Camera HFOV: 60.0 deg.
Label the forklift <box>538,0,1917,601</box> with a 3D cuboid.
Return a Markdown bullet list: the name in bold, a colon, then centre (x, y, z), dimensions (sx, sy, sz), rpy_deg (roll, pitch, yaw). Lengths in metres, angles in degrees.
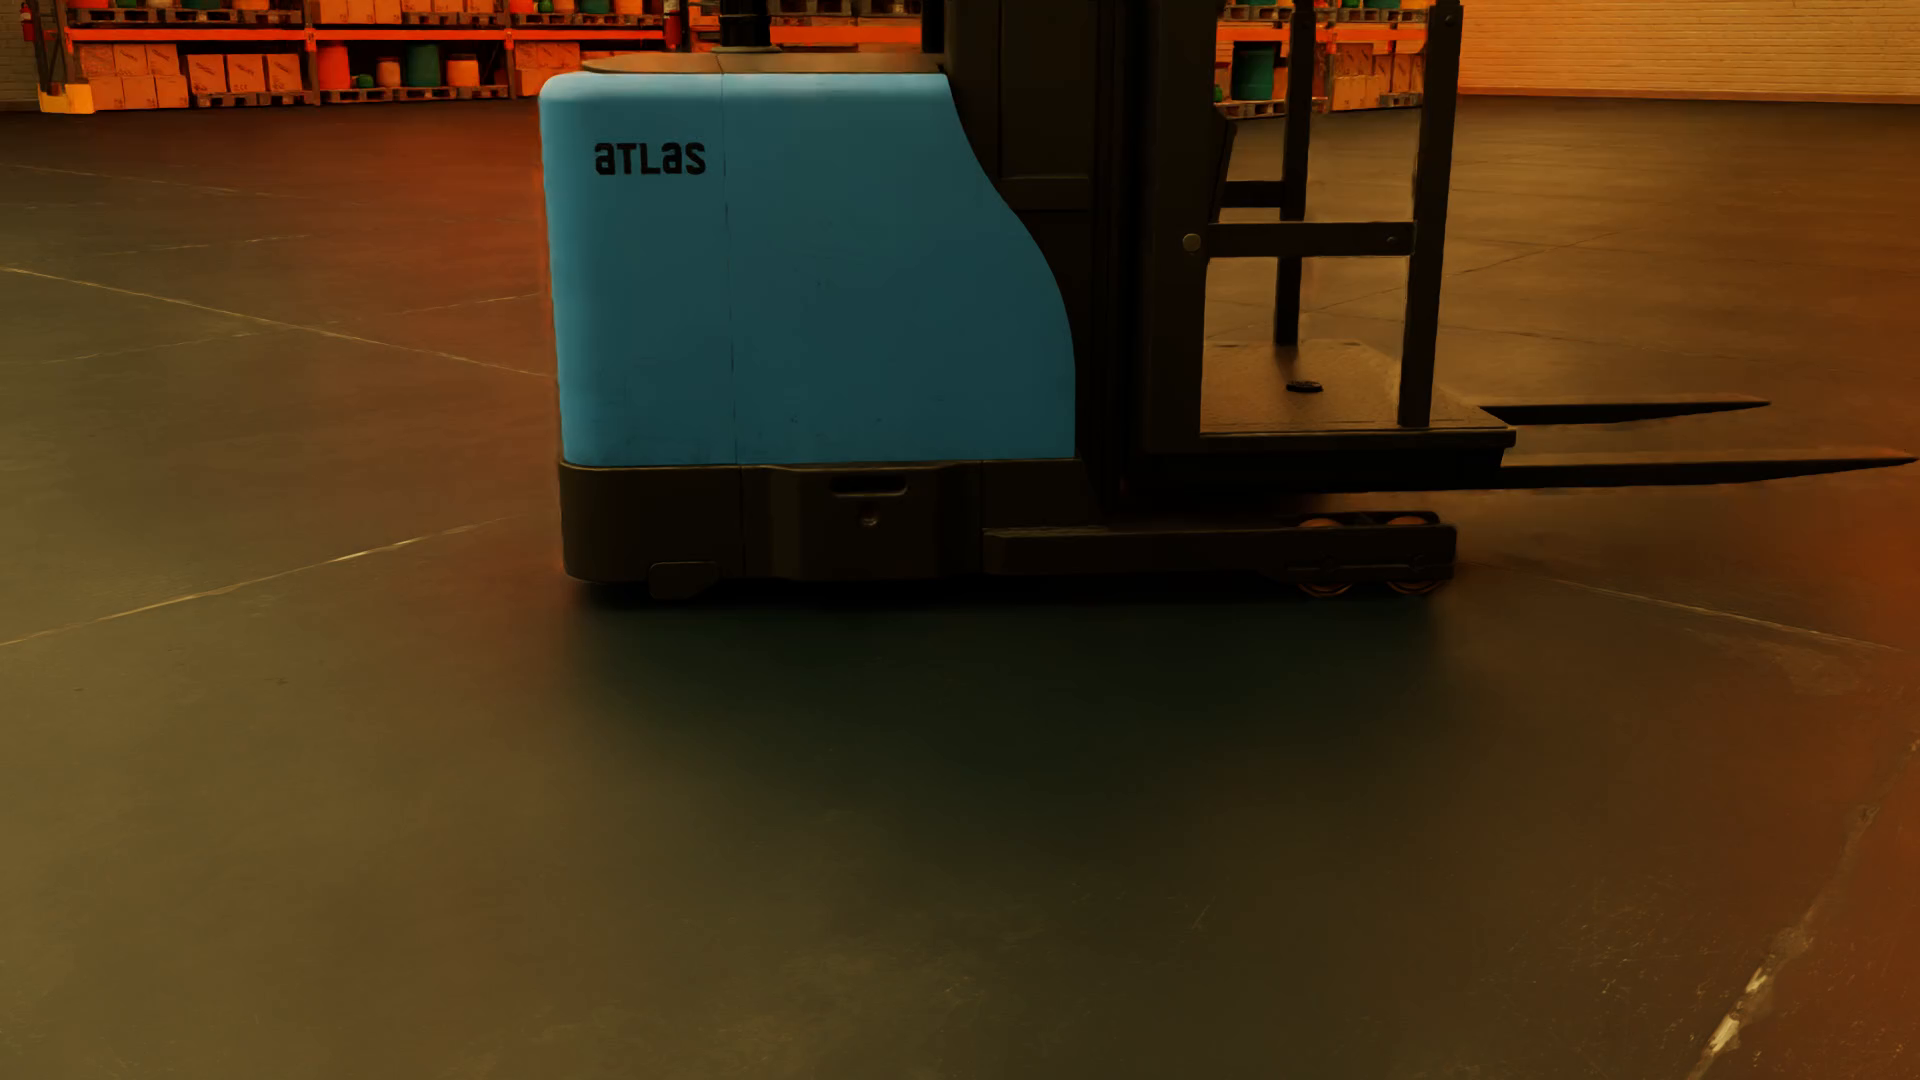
- **forklift**: centre (0.644, -1.433, 3.616), dimensions (3.031, 2.935, 1.130), rpy_deg (-1, 17, -5)
